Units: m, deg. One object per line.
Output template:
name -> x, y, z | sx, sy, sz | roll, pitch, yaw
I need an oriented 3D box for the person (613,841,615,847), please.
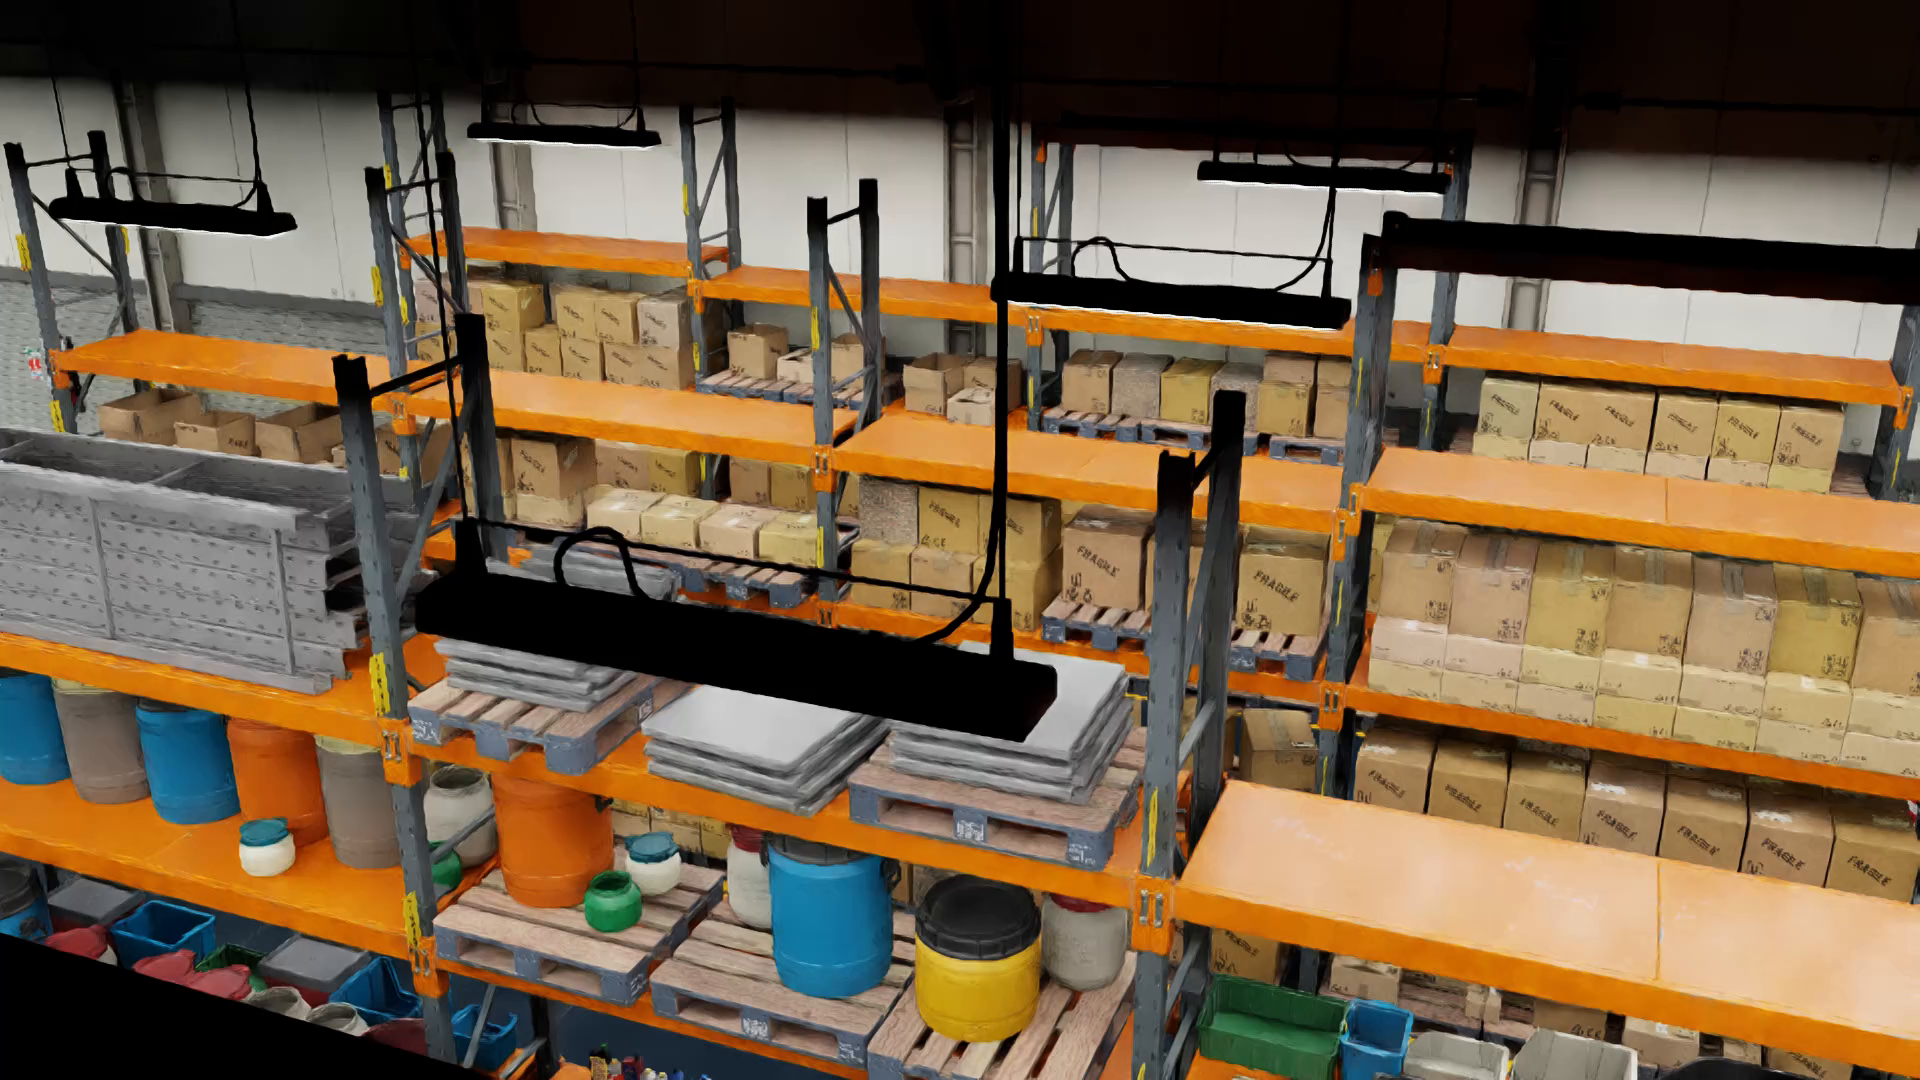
person -> -3.072, 2.520, 13.545 | 0.990, 1.562, 0.478 | 5, 21, 12
